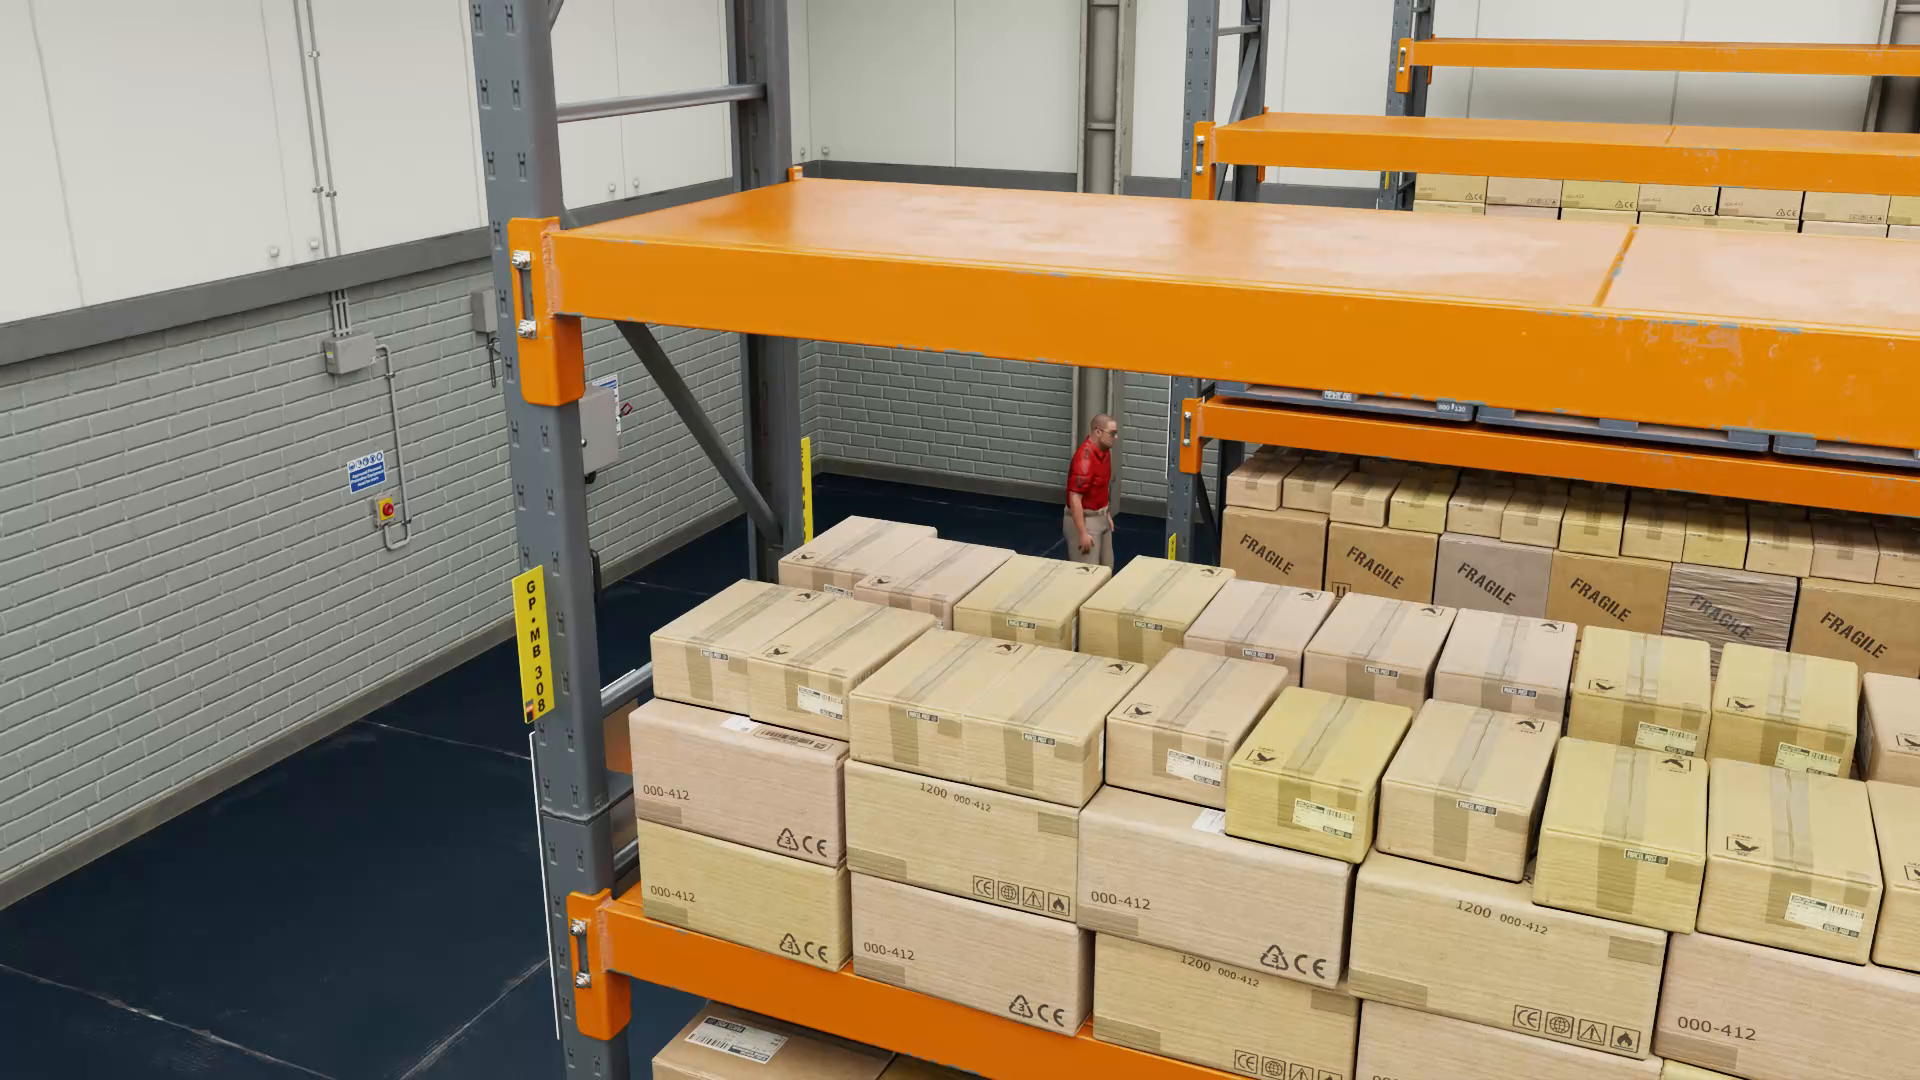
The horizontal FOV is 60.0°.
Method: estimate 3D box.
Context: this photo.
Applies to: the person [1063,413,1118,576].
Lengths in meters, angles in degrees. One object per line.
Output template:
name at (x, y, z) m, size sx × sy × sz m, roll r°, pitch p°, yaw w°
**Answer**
person at (0.998, -0.101, 12.380) m, size 0.422 × 1.727 × 0.585 m, roll 8°, pitch 21°, yaw 23°
